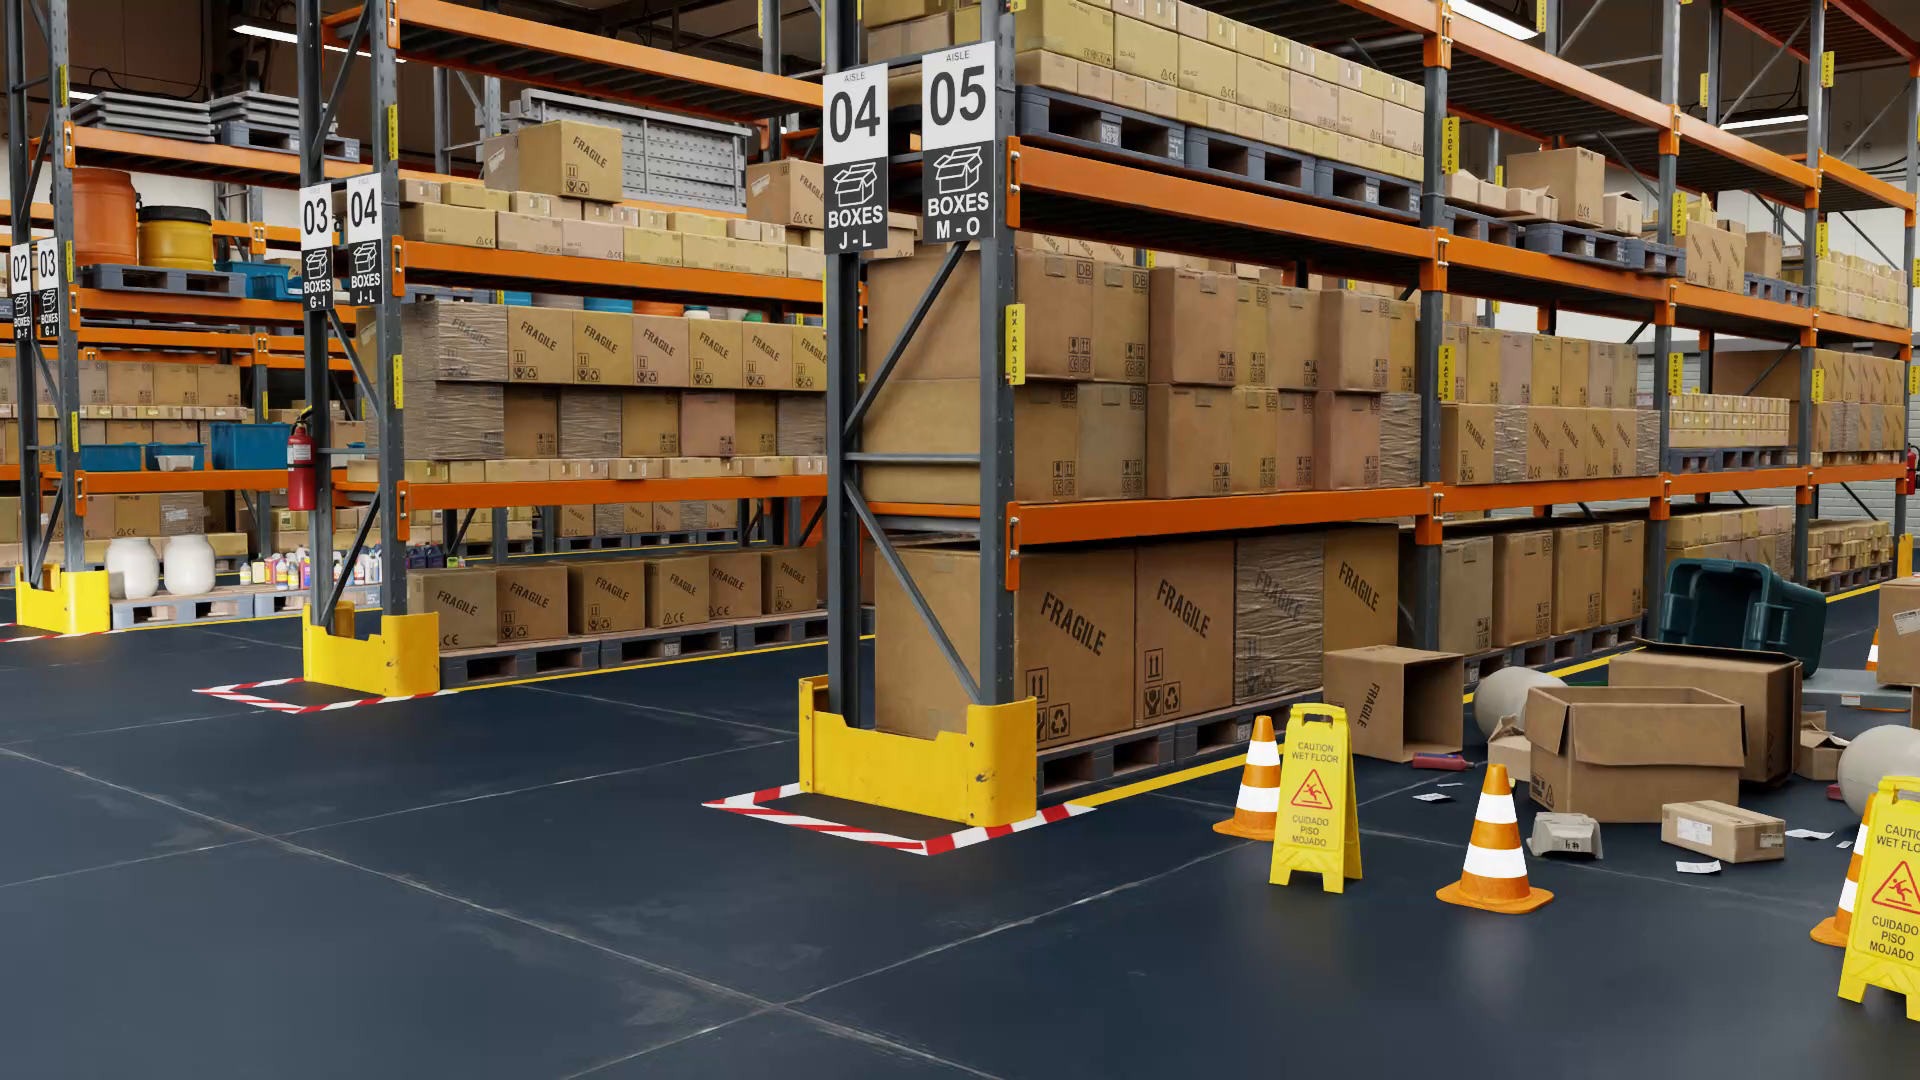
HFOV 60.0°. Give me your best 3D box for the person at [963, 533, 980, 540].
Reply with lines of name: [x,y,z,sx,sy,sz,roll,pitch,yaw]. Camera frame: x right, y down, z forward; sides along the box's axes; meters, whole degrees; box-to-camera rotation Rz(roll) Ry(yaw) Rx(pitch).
person: [0.297,-0.115,13.087,0.579,1.758,0.474,3,5,42]
